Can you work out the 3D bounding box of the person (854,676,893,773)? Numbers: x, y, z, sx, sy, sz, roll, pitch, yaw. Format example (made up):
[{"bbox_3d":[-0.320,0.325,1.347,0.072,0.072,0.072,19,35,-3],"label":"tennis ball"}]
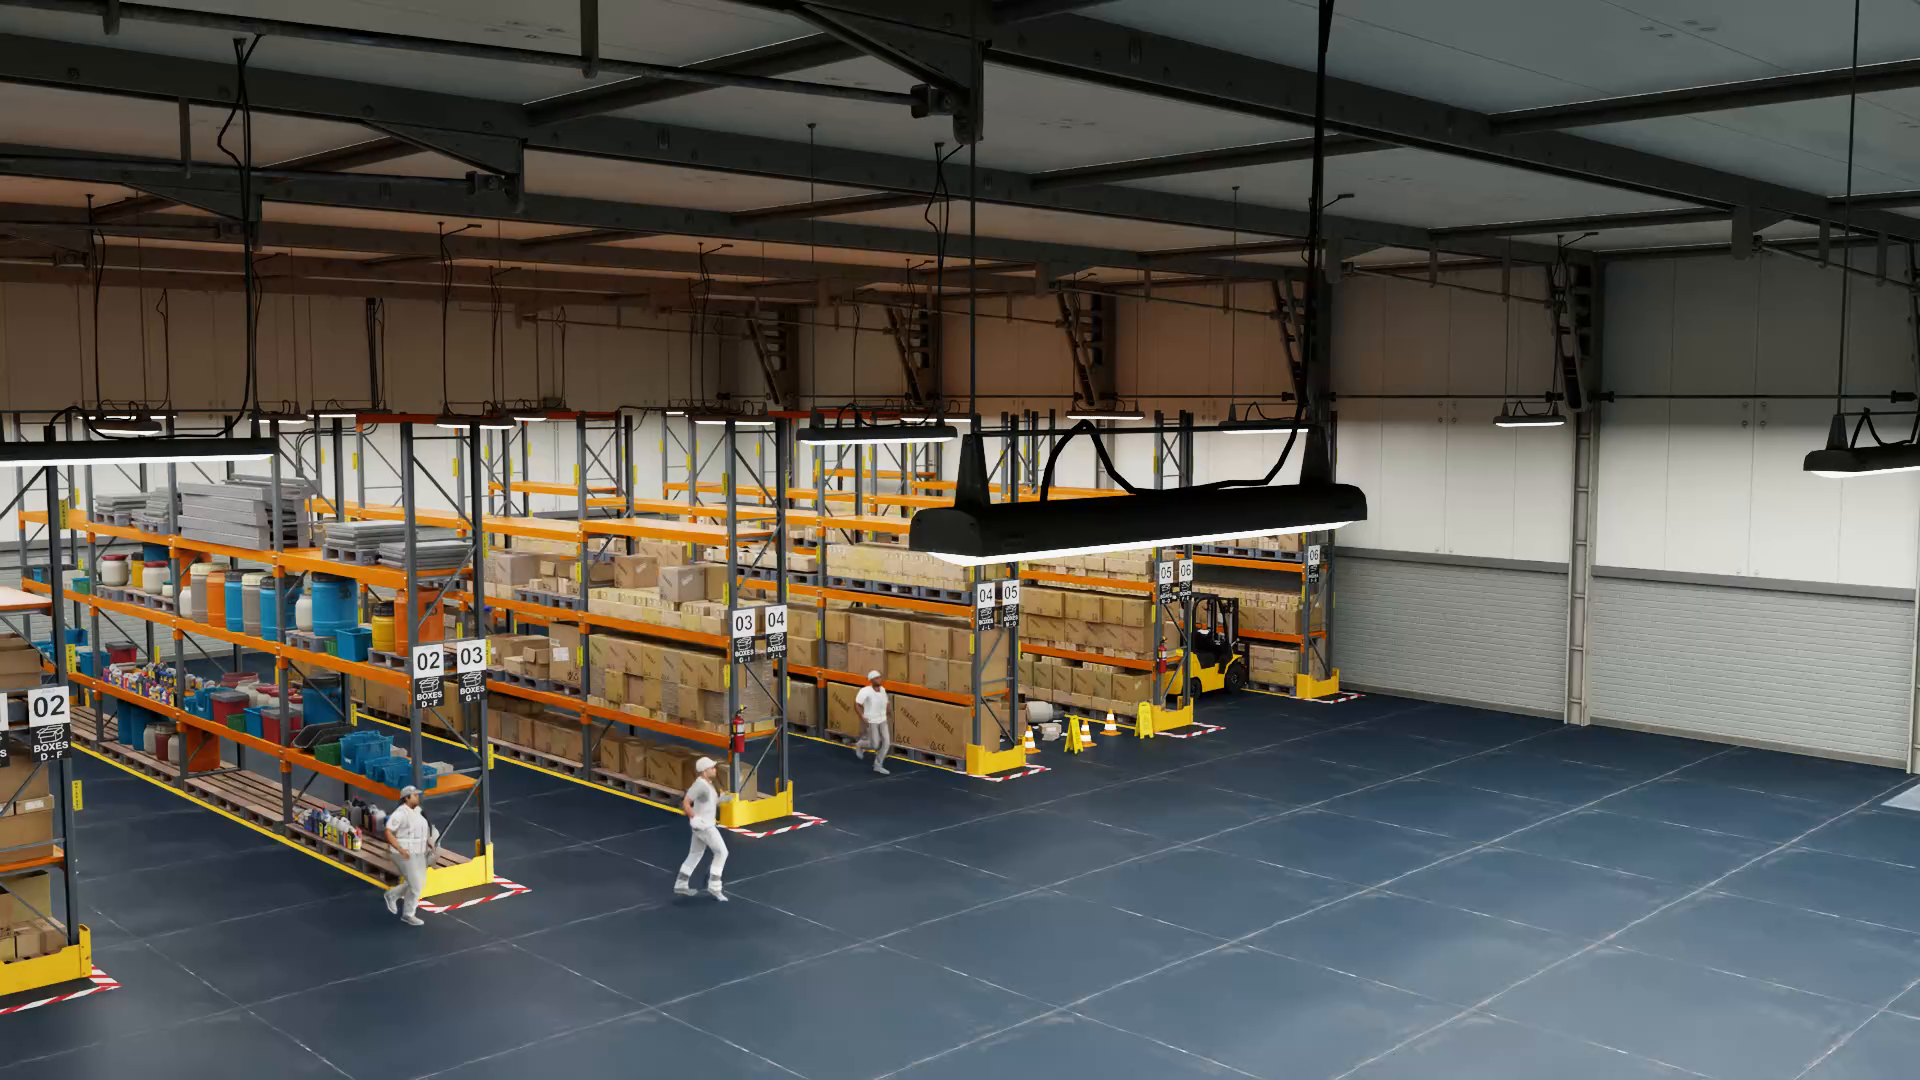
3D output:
[{"bbox_3d":[-1.459,3.069,28.058,0.727,1.688,0.665,-4,7,-41],"label":"person"}]

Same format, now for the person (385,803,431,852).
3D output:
[{"bbox_3d":[-6.629,3.498,20.083,0.365,0.626,0.615,1,5,14],"label":"person"}]

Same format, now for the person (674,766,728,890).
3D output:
[{"bbox_3d":[-3.267,3.575,20.896,0.668,1.626,0.615,-1,5,-14],"label":"person"}]
